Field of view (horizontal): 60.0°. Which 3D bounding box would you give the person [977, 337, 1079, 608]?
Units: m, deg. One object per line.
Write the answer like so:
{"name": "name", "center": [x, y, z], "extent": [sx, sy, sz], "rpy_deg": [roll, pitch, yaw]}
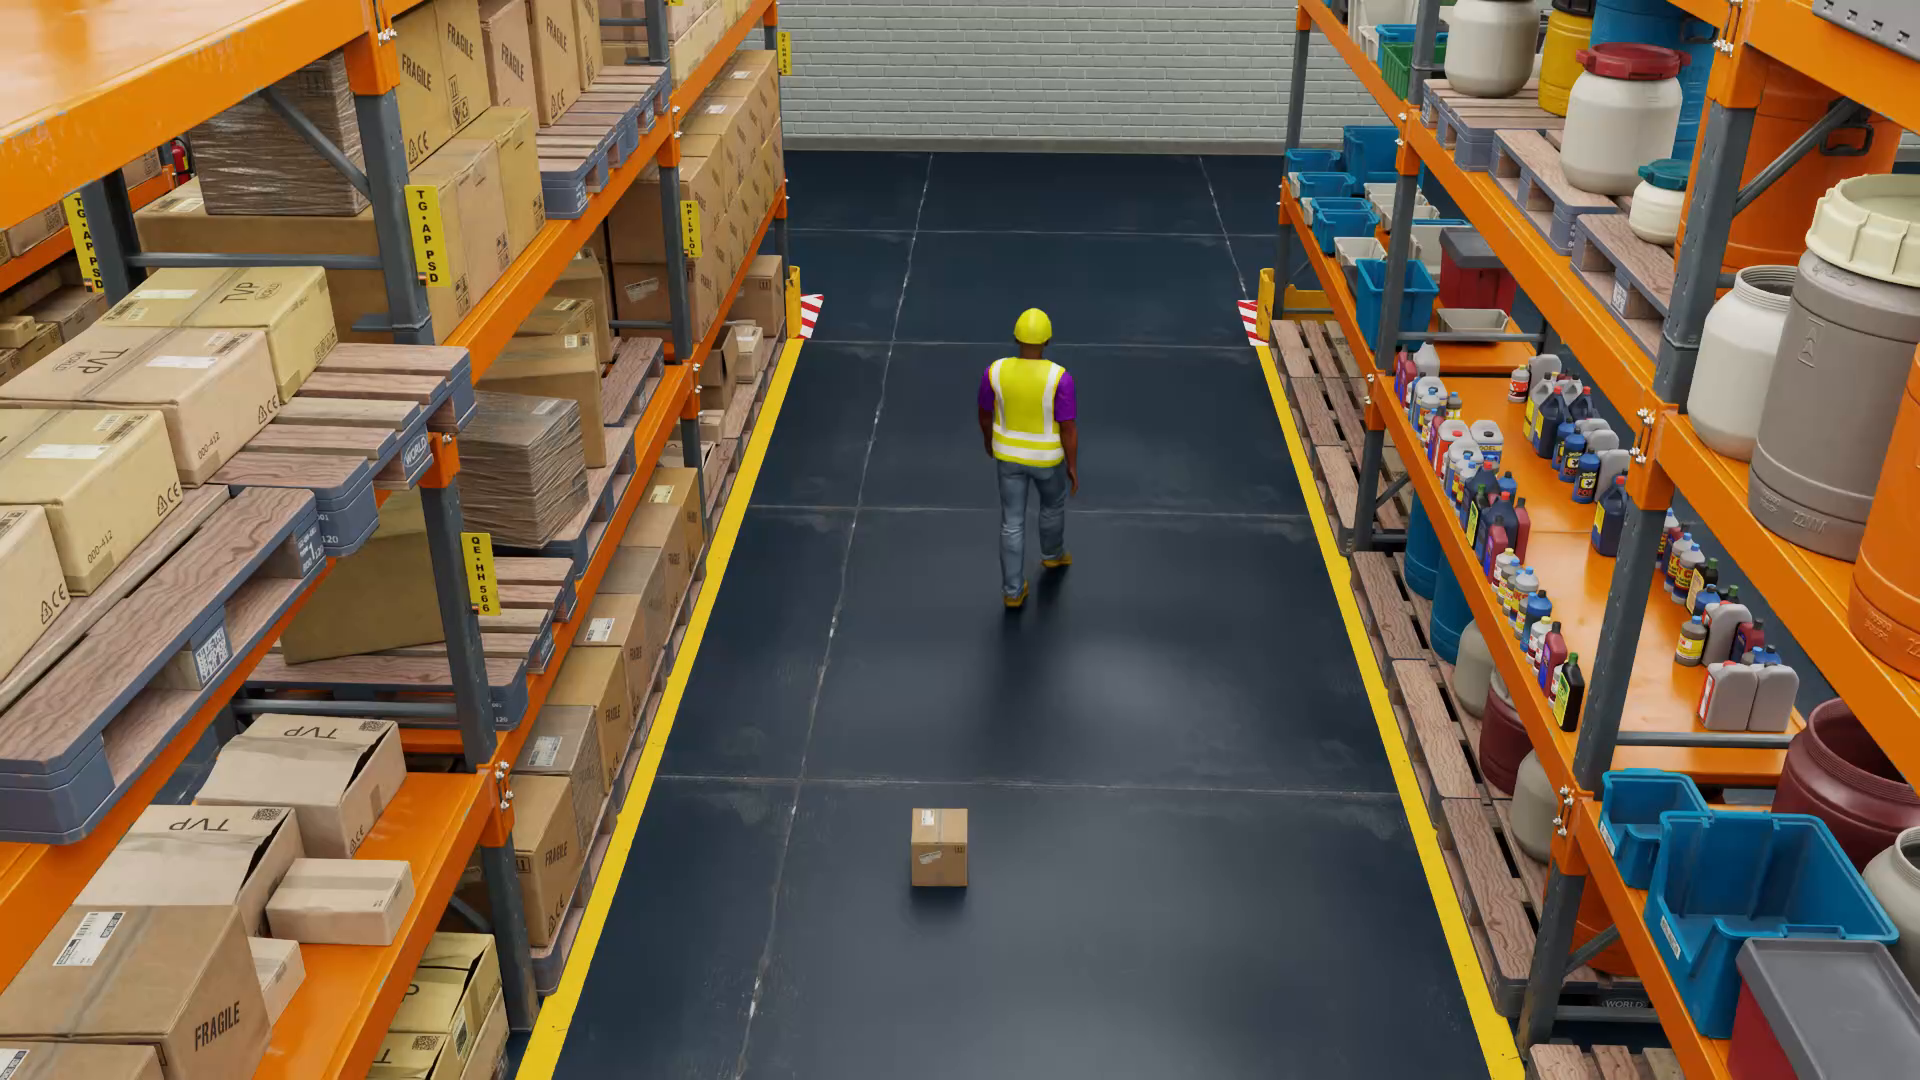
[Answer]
{"name": "person", "center": [0.413, -0.500, 9.586], "extent": [0.614, 1.745, 0.817], "rpy_deg": [6, 28, 12]}
